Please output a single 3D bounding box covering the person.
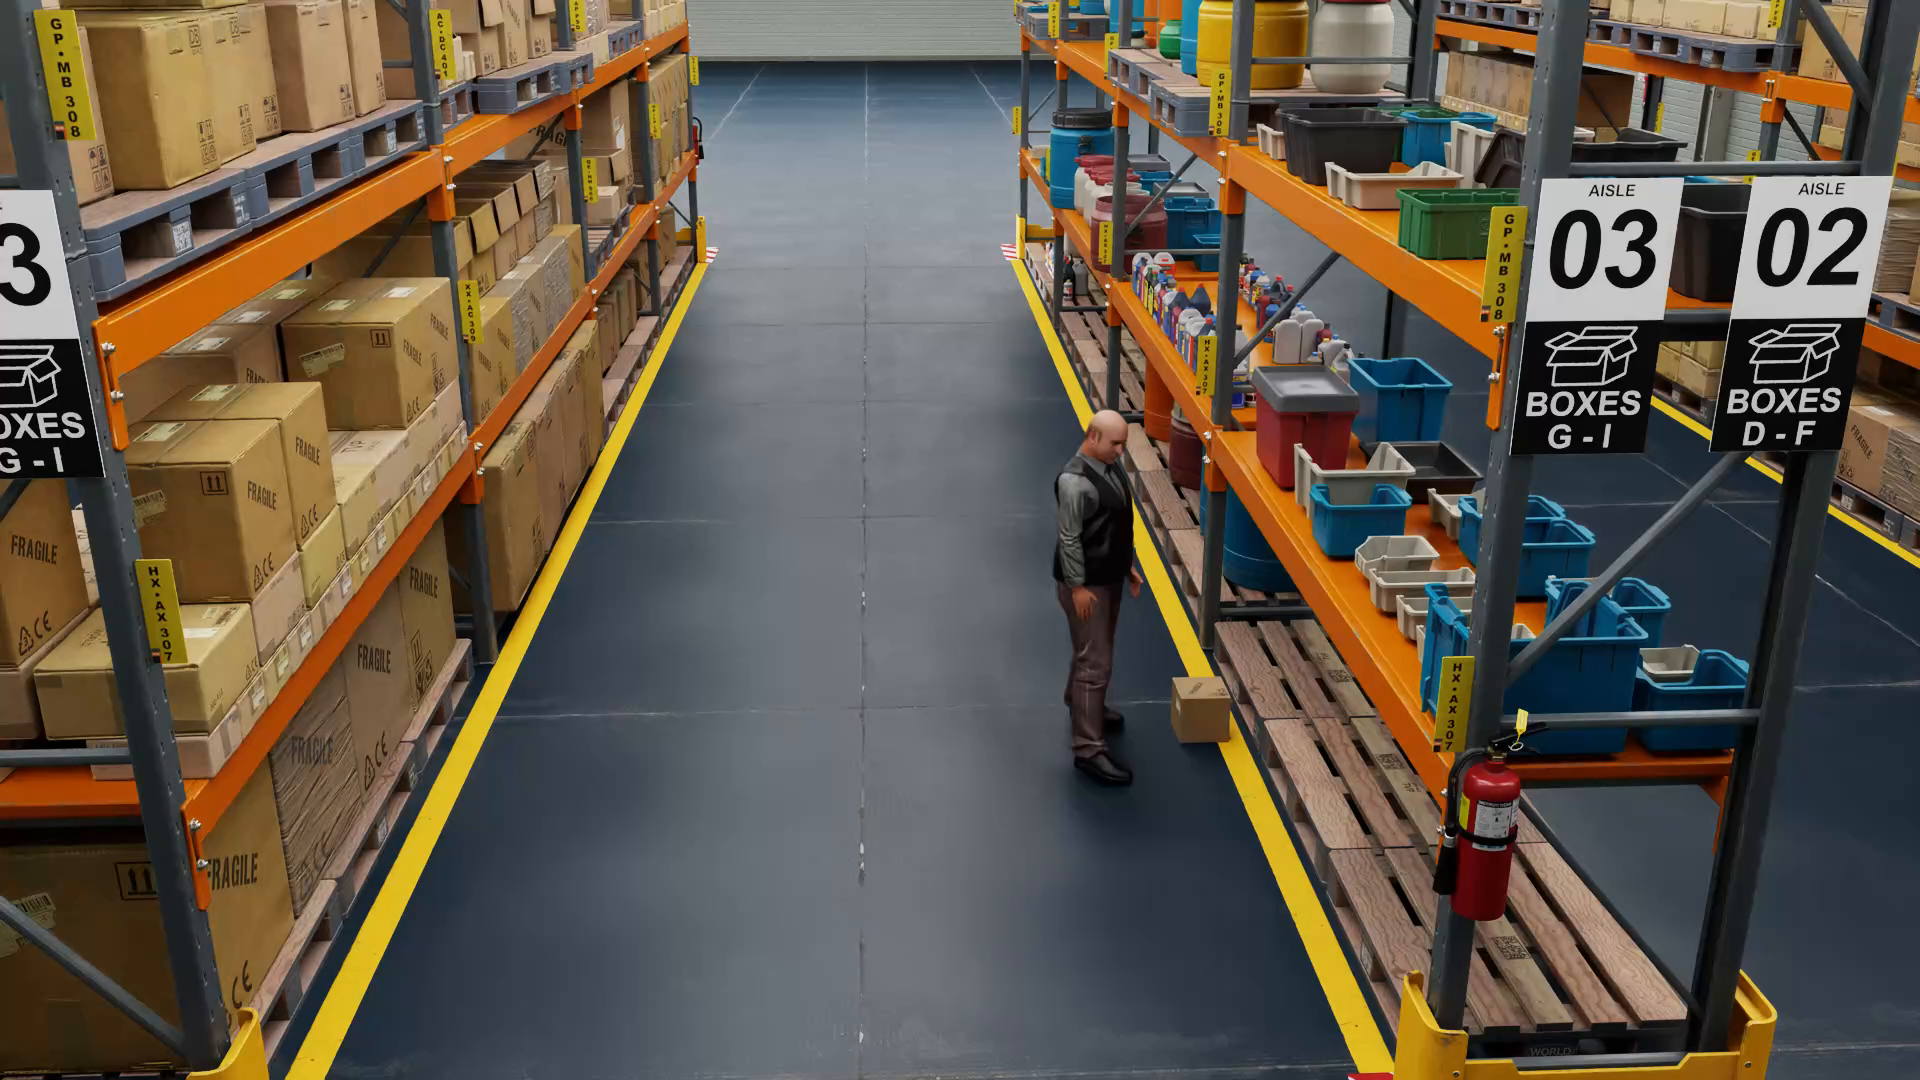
[{"bbox_3d":[0.756,0.179,8.092,0.505,1.721,0.598,4,21,11],"label":"person"}]
